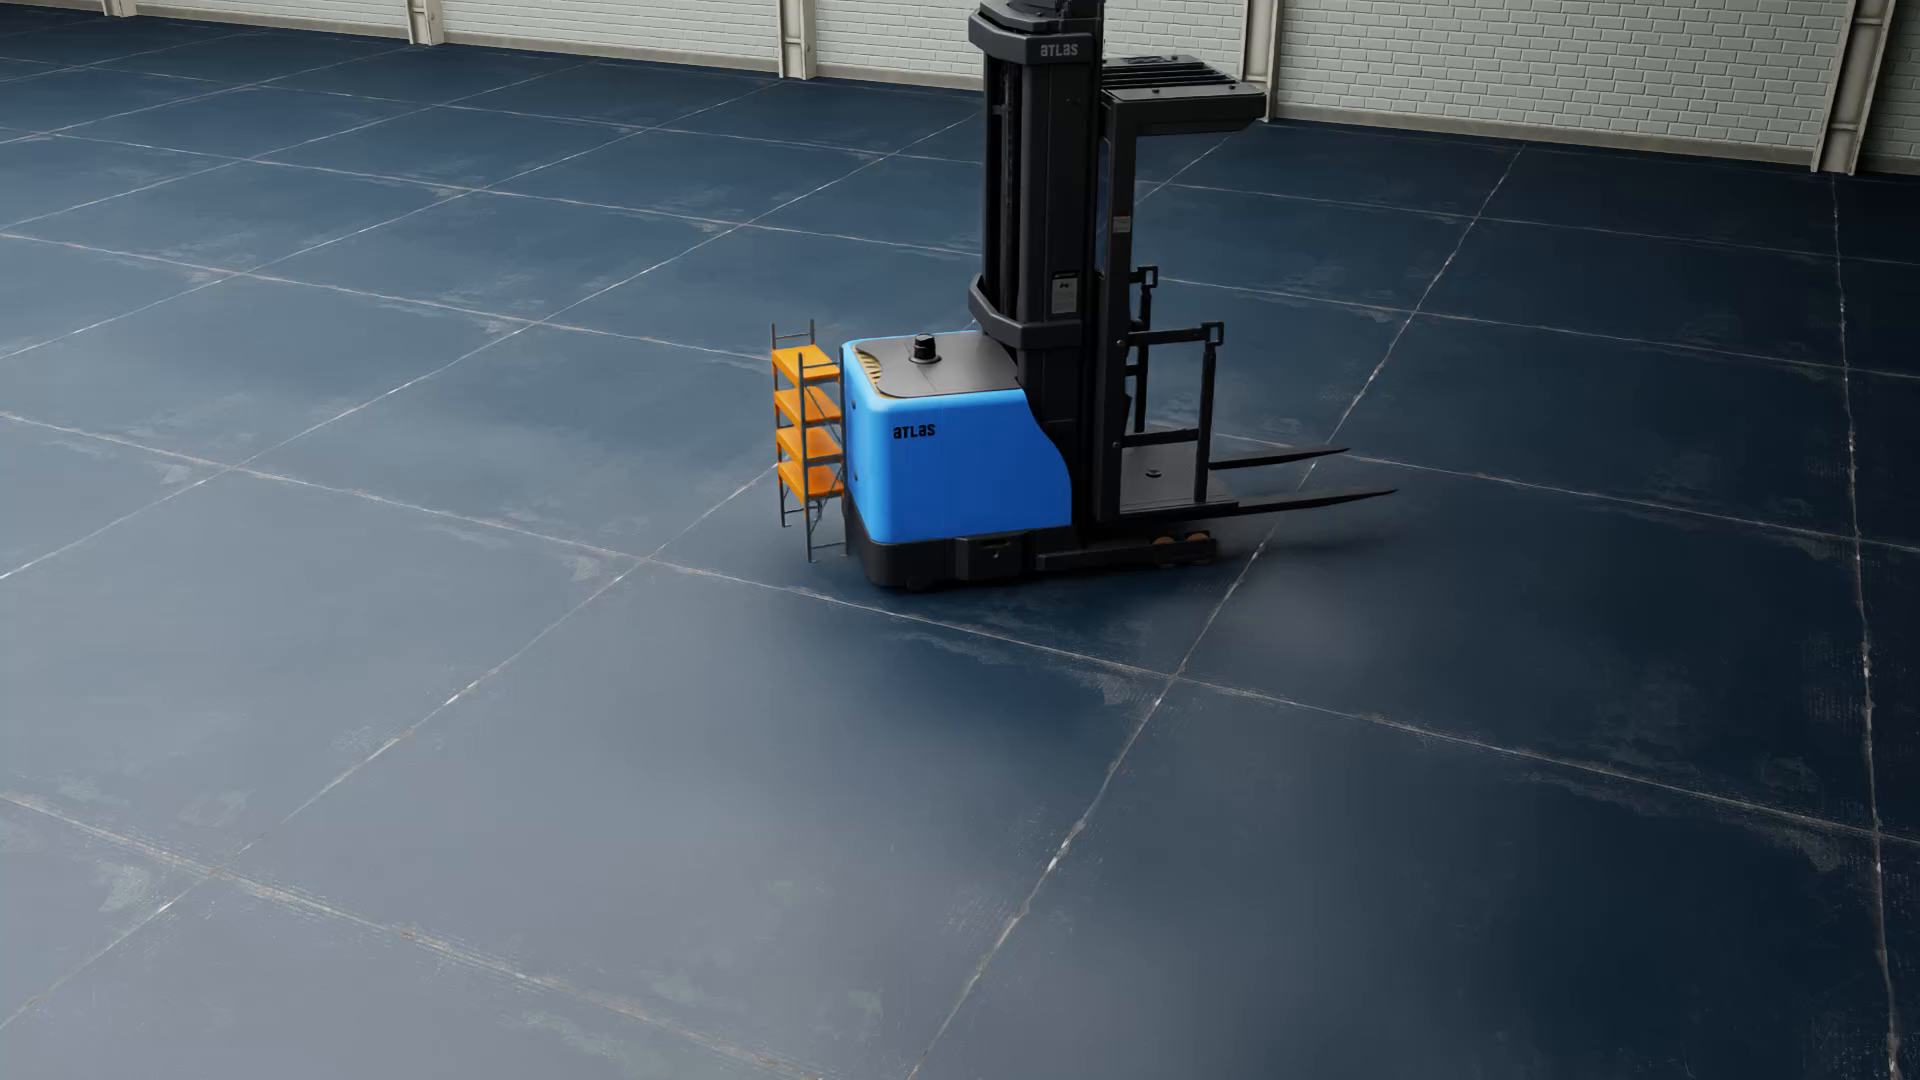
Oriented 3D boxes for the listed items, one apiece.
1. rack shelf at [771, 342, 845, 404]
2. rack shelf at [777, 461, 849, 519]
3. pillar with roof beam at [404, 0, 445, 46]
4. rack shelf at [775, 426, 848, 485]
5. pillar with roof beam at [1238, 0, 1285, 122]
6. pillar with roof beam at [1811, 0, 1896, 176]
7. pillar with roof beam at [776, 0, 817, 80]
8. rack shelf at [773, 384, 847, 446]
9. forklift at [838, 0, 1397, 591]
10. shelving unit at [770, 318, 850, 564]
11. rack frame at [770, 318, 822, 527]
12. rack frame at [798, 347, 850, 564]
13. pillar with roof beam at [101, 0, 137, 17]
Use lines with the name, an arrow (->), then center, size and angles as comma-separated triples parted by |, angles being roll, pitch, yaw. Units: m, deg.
rack shelf -> -0.806, -0.886, 8.802 | 0.258, 0.148, 0.480 | -10, 28, -20
rack shelf -> -0.806, -0.295, 9.093 | 0.258, 0.148, 0.480 | -10, 28, -20
pillar with roof beam -> -9.316, -9.349, 18.051 | 0.400, 9.000, 9.100 | 11, 28, 22
rack shelf -> -0.806, -0.473, 9.005 | 0.258, 0.148, 0.480 | -10, 28, -20
pillar with roof beam -> 1.607, -7.155, 13.594 | 0.400, 9.000, 9.100 | 11, 28, 22
pillar with roof beam -> 7.069, -6.058, 11.366 | 0.400, 9.000, 9.100 | 11, 28, 22
pillar with roof beam -> -3.855, -8.252, 15.823 | 0.400, 9.000, 9.100 | 11, 28, 22
rack shelf -> -0.806, -0.674, 8.906 | 0.258, 0.148, 0.480 | -10, 28, -20
forklift -> 0.903, -1.382, 8.739 | 3.031, 2.935, 1.130 | -6, 27, -12
shelving unit -> -0.806, -0.534, 8.976 | 0.258, 1.200, 0.503 | -10, 28, -20
rack frame -> -0.899, -0.633, 9.178 | 0.240, 1.200, 0.015 | -10, 28, -20
rack frame -> -0.713, -0.434, 8.773 | 0.240, 1.200, 0.015 | -10, 28, -20
pillar with roof beam -> -14.778, -10.446, 20.279 | 0.400, 9.000, 9.100 | 11, 28, 22
